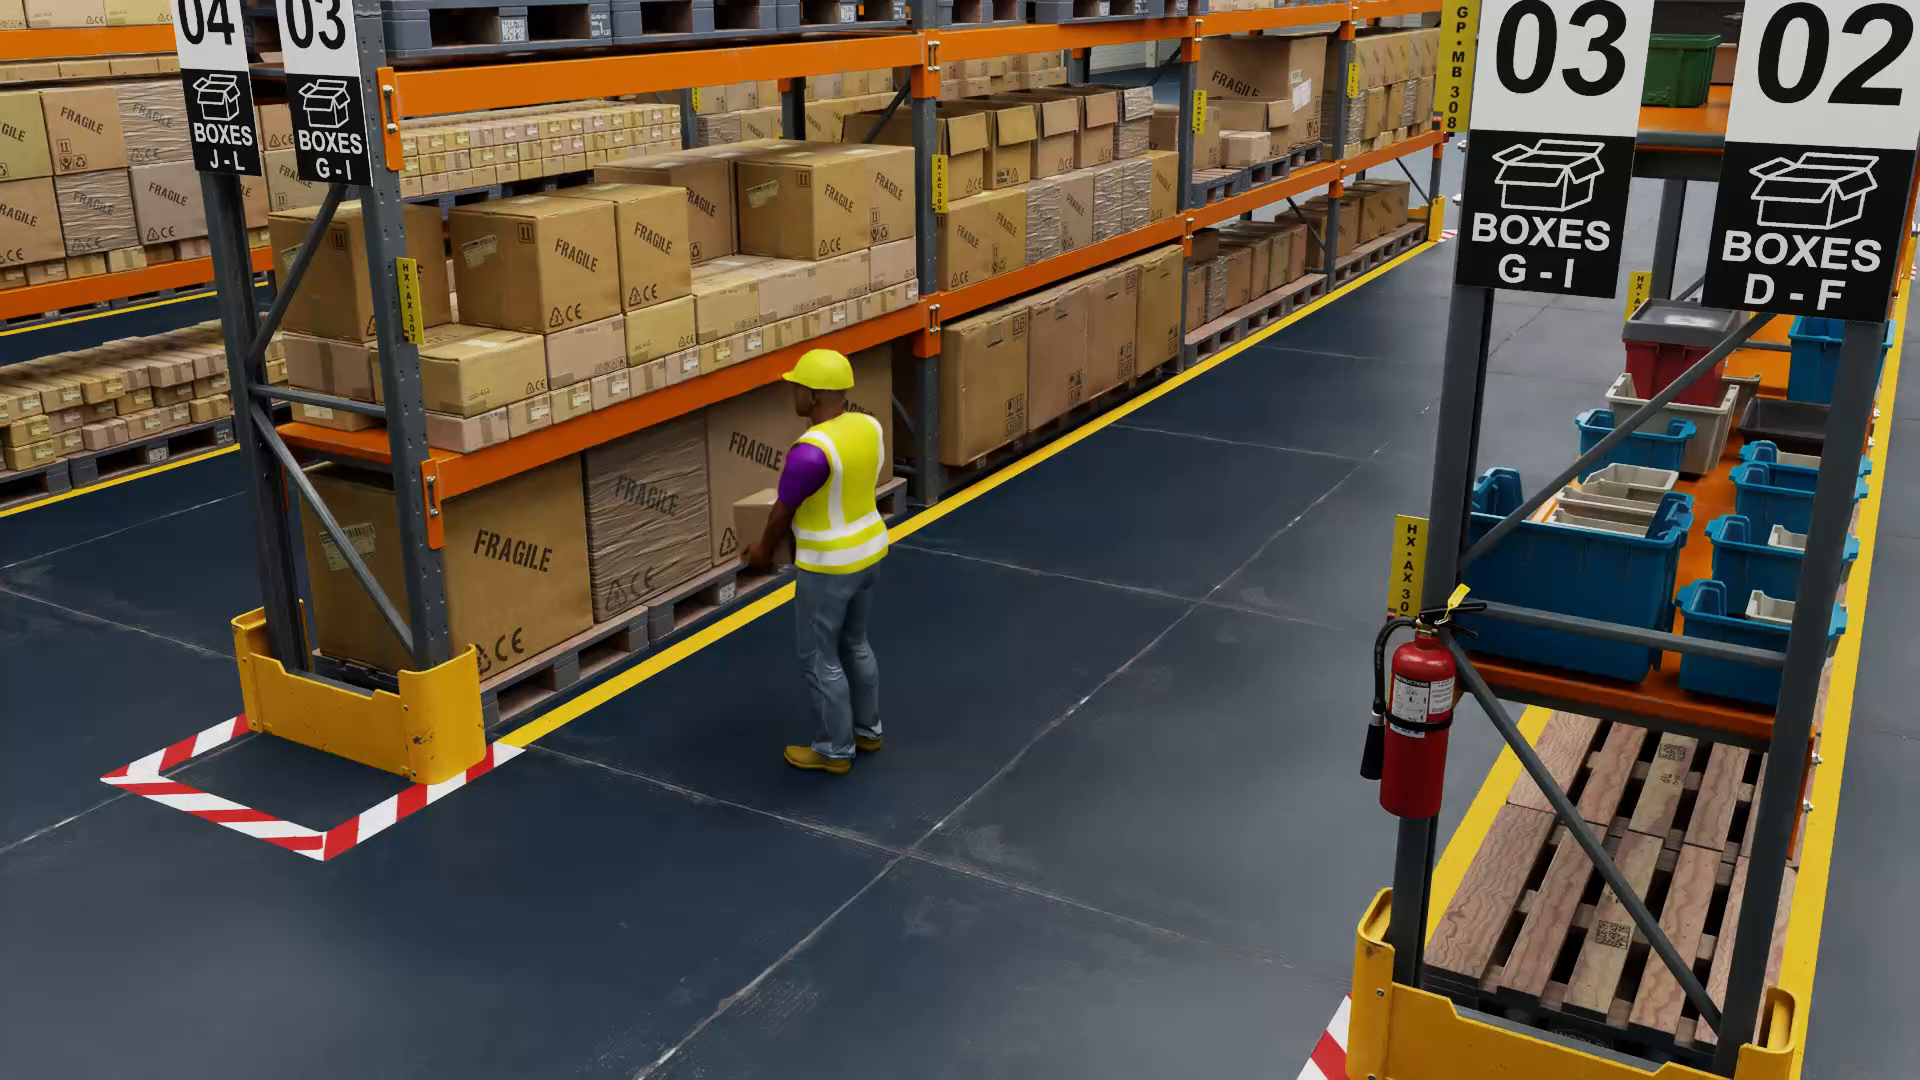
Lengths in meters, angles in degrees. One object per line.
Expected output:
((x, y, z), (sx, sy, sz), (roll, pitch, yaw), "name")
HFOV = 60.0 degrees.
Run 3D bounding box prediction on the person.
((-0.597, 0.075, 6.822), (0.567, 1.762, 0.505), (10, 22, 27), "person")
